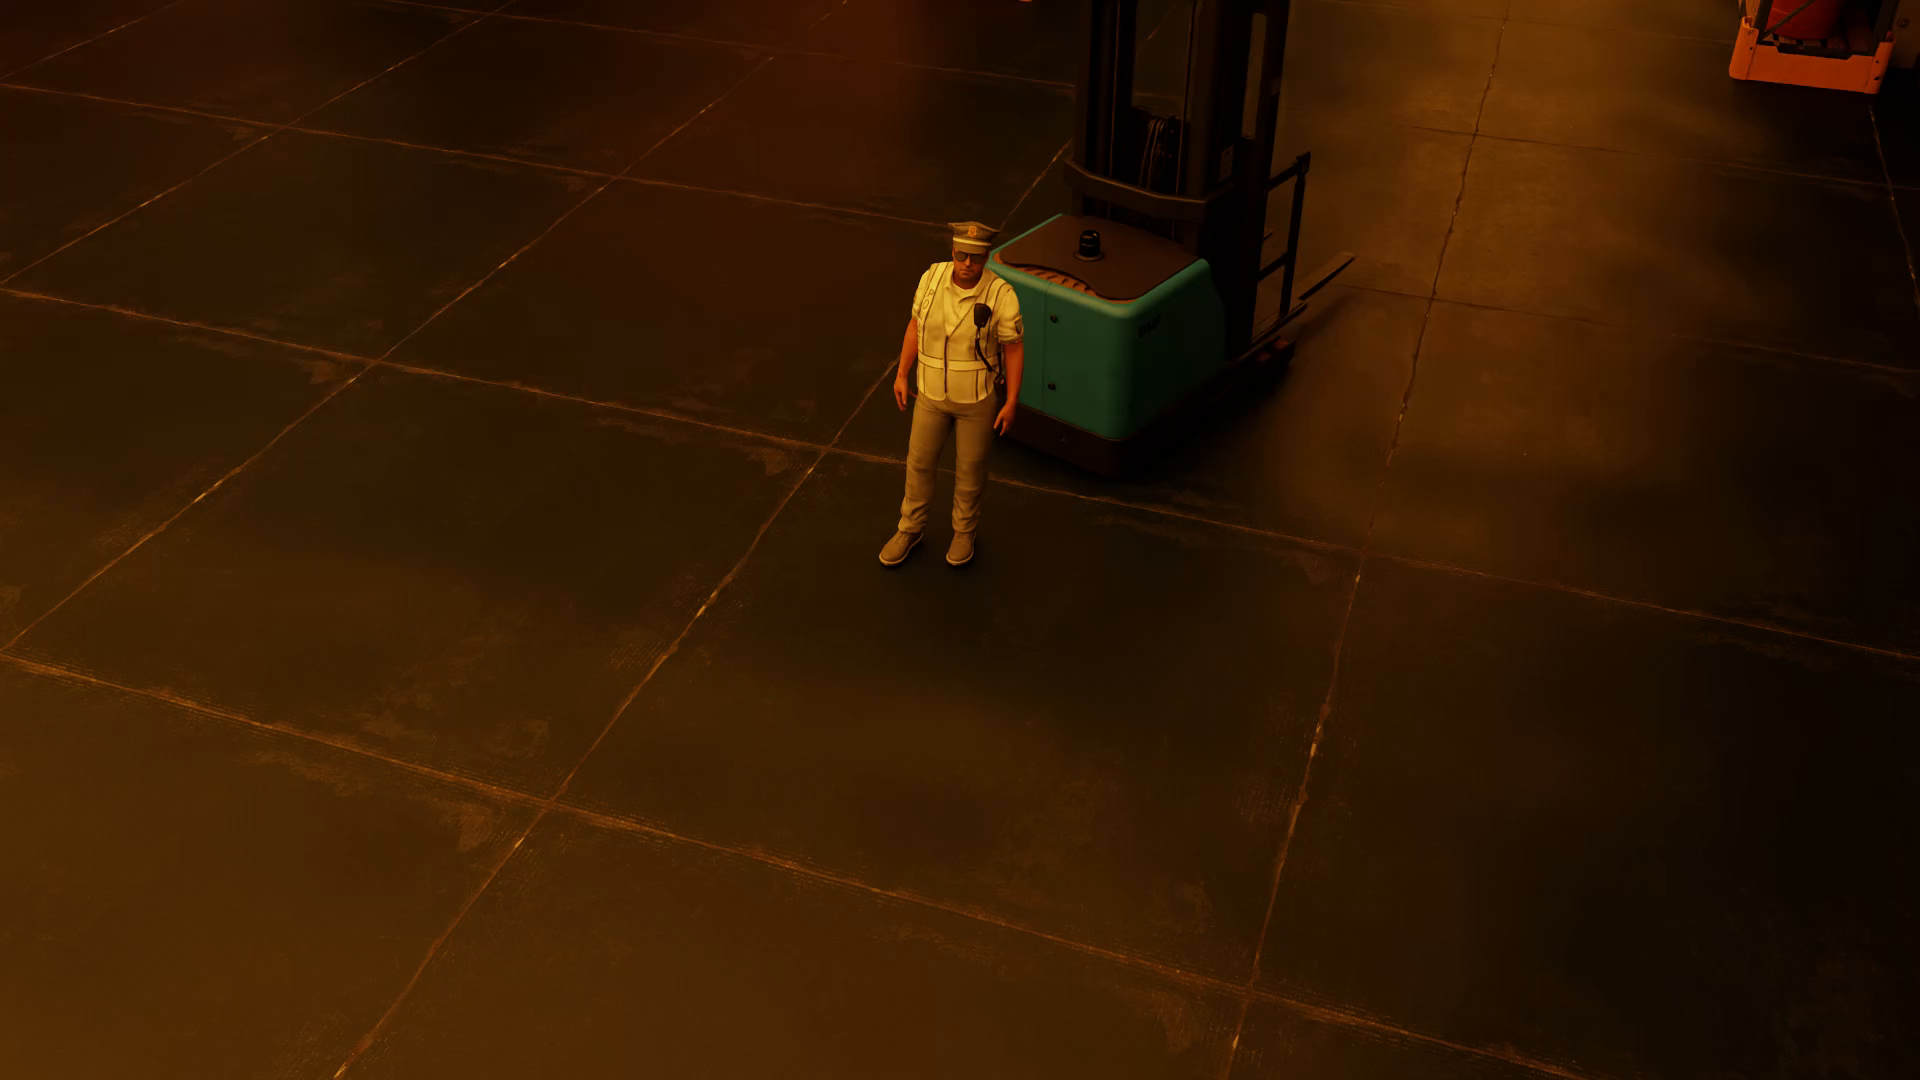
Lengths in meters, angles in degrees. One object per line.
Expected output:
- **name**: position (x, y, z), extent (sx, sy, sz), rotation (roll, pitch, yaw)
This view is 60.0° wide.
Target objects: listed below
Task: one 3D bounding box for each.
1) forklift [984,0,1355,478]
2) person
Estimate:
- **forklift**: position (1.386, -2.321, 9.385), extent (1.130, 2.935, 3.031), rotation (25, 42, 31)
- **person**: position (-0.037, -0.693, 8.069), extent (0.640, 1.780, 0.575), rotation (12, 37, 16)
